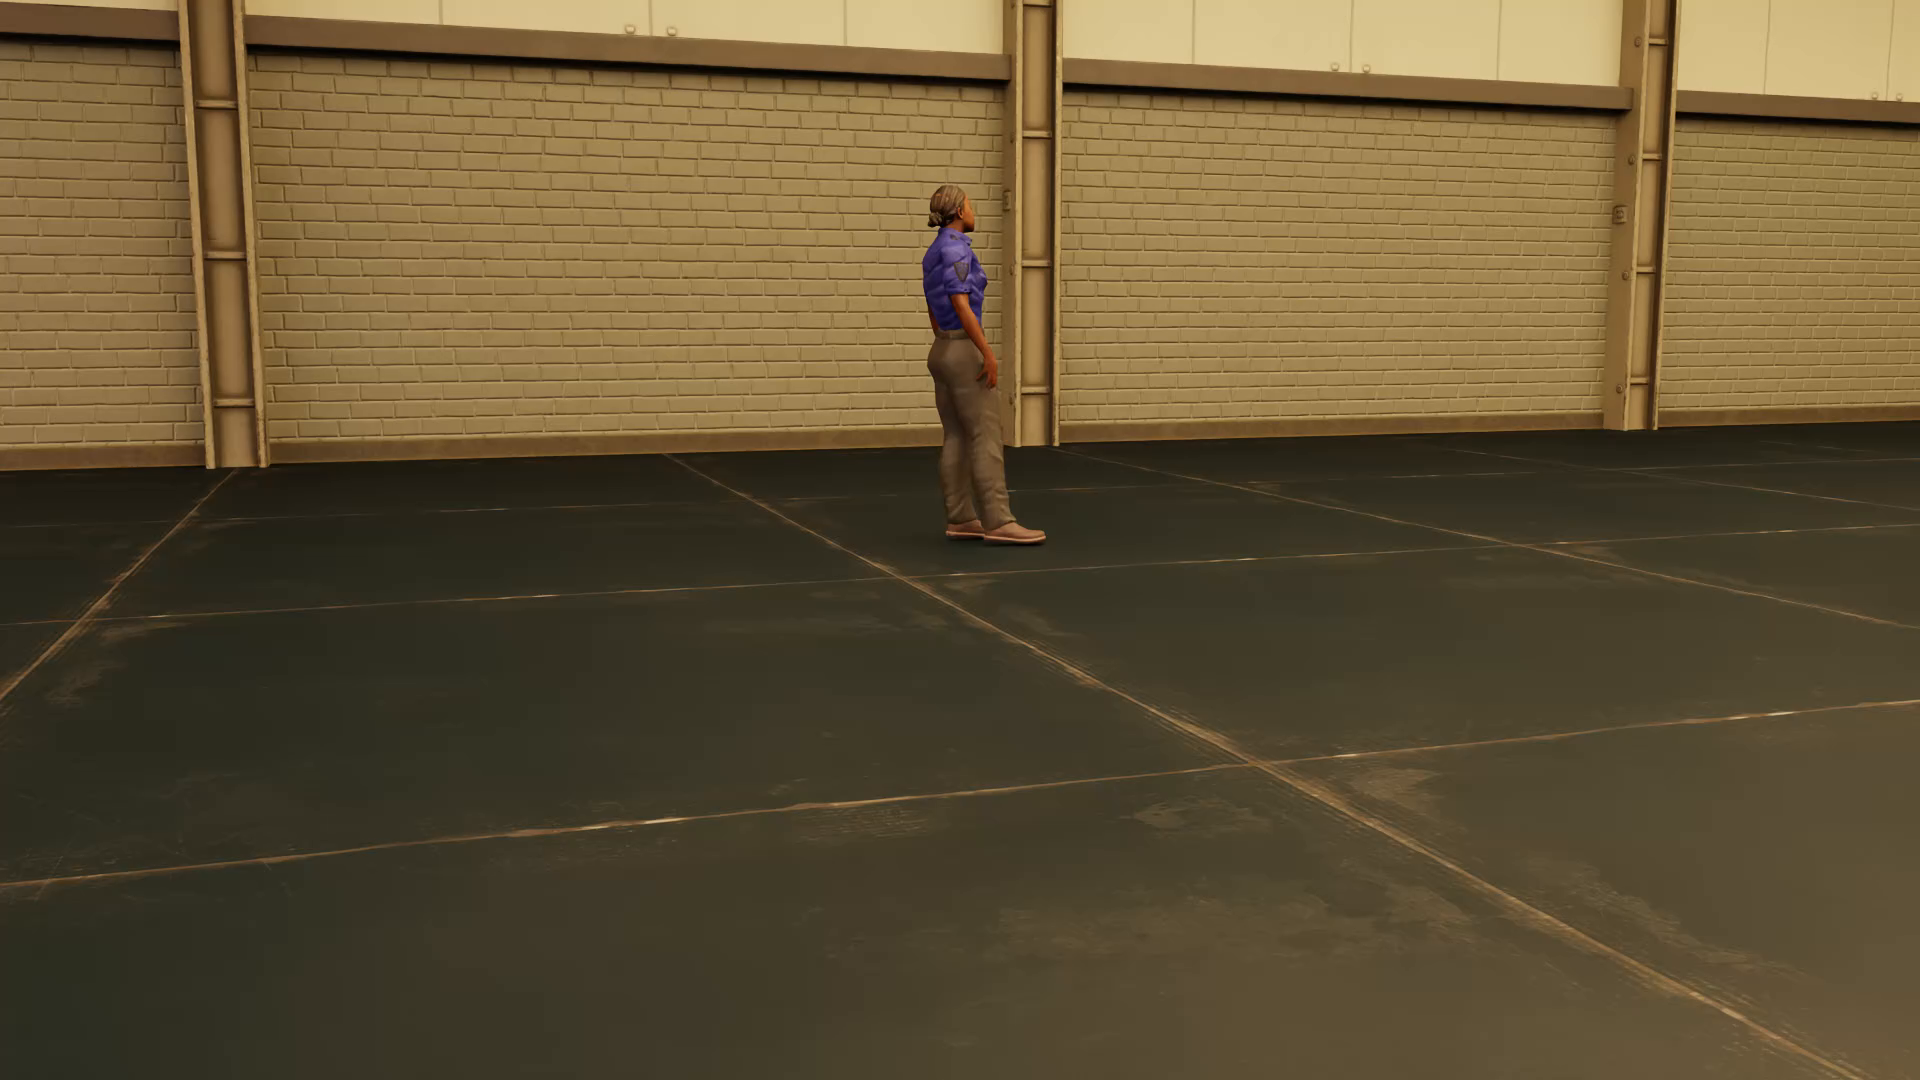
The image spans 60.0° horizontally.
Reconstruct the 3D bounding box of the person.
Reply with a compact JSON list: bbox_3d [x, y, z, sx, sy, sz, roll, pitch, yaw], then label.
[{"bbox_3d":[0.089,-0.828,7.820,0.504,1.654,0.569,-3,8,-18],"label":"person"}]
